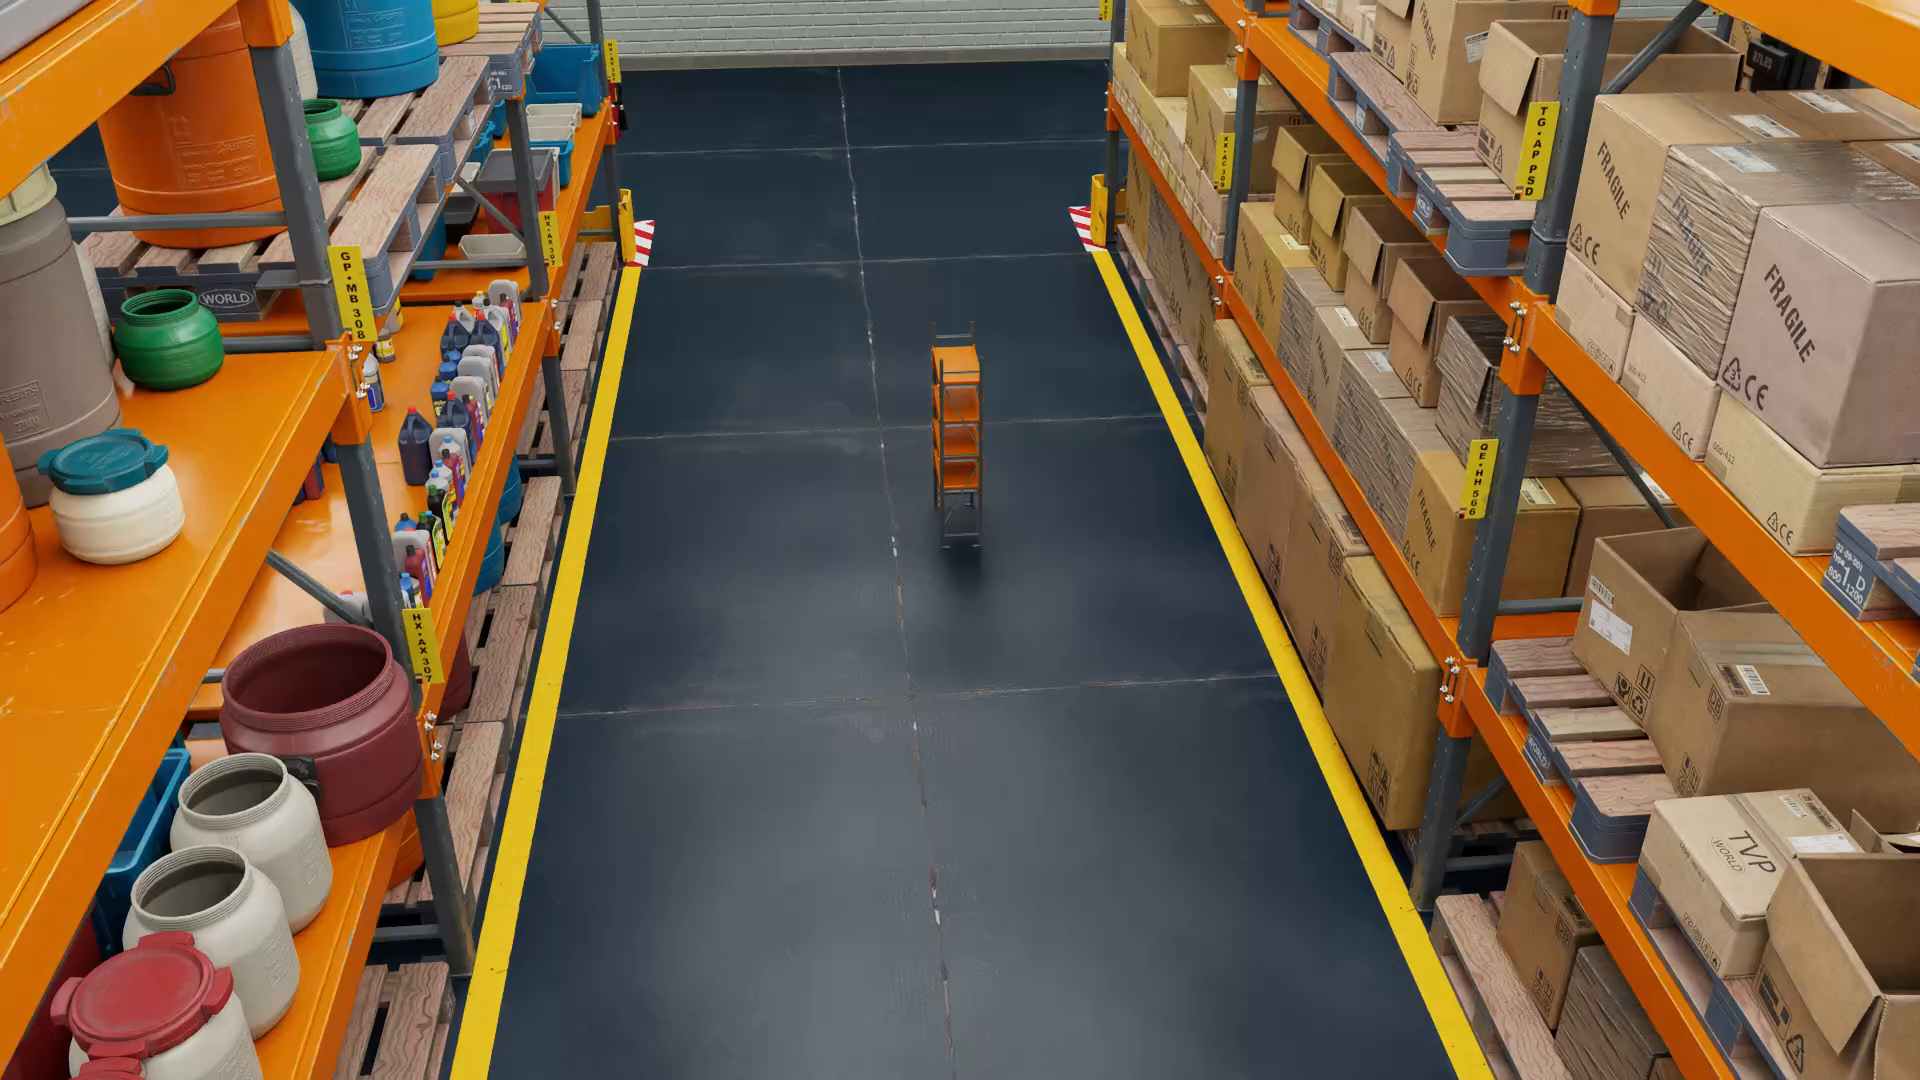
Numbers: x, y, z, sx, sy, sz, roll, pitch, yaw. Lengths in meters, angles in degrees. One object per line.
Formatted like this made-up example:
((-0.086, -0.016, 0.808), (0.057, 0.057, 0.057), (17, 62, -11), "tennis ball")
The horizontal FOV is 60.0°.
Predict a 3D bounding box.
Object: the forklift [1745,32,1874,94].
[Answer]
((4.664, -1.130, 8.784), (1.130, 2.935, 3.031), (-3, 31, -6), "forklift")

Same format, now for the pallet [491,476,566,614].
((-2.833, 0.037, 9.482), (1.003, 0.211, 1.213), (-3, 31, -5), "pallet")

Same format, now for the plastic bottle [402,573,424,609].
((-2.201, 0.225, 6.642), (0.097, 0.201, 0.097), (0, 31, 0), "plastic bottle")

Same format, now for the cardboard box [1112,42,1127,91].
((1.470, -3.641, 12.777), (0.500, 0.250, 0.500), (-4, 31, -6), "cardboard box")

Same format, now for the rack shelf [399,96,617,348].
((-3.050, -2.268, 11.324), (1.077, 0.370, 4.000), (-3, 31, -5), "rack shelf")

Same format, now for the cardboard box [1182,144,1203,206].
((1.715, -2.333, 10.588), (0.500, 0.250, 0.500), (-2, 31, -3), "cardboard box")

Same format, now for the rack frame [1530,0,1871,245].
((2.442, -2.326, 4.870), (1.000, 3.000, 0.127), (-3, 31, -5), "rack frame")

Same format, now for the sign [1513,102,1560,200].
((1.889, -1.272, 5.449), (0.100, 0.325, 0.005), (-3, 31, -5), "sign")

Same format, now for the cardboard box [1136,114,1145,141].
((1.497, -3.006, 12.103), (0.380, 0.149, 0.250), (-3, 31, -6), "cardboard box")

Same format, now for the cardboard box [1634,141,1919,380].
((2.273, -0.785, 4.629), (0.500, 0.500, 0.500), (-3, 31, -4), "cardboard box")

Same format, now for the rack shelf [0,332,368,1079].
((-2.303, 0.529, 3.717), (1.077, 0.370, 4.000), (-3, 31, -5), "rack shelf")

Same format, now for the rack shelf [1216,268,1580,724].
((2.255, -0.463, 8.302), (1.077, 0.370, 4.000), (-3, 31, -5), "rack shelf")

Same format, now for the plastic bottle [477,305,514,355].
((-2.470, -1.130, 8.839), (0.152, 0.276, 0.135), (-3, 31, -5), "plastic bottle")

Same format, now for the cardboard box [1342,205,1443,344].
((2.262, -1.273, 7.882), (0.797, 0.503, 0.637), (-2, 31, -3), "cardboard box")

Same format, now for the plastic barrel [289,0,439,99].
((-2.551, -2.375, 6.978), (0.600, 0.901, 0.708), (-3, 31, -5), "plastic barrel")

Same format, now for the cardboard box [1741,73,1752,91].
((6.411, -3.604, 13.105), (0.380, 0.149, 0.250), (-2, 31, -3), "cardboard box")

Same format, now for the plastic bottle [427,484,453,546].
((-2.240, -0.125, 7.148), (0.061, 0.283, 0.133), (-3, 31, -5), "plastic bottle")

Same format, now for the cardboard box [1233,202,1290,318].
((1.862, -1.589, 9.388), (0.500, 0.500, 0.500), (-3, 31, -4), "cardboard box")

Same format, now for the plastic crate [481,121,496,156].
((-3.419, -2.738, 11.514), (0.416, 0.233, 0.300), (-3, 31, -5), "plastic crate")

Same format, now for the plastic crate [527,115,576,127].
((-2.968, -2.954, 11.970), (0.396, 0.136, 0.243), (-3, 31, -5), "plastic crate")

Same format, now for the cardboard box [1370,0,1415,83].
((2.230, -2.305, 7.249), (0.797, 0.503, 0.637), (-3, 31, -5), "cardboard box")

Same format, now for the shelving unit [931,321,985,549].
((-0.015, -0.600, 9.584), (0.258, 1.200, 0.503), (-3, 31, -5), "shelving unit")

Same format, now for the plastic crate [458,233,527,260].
((-2.764, -1.713, 9.892), (0.396, 0.136, 0.243), (-3, 31, -5), "plastic crate")

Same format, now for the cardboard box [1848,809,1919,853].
((2.867, 0.965, 4.931), (0.396, 0.266, 0.258), (-4, 31, -6), "cardboard box")

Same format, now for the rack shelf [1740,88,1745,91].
((6.829, -2.691, 12.033), (1.077, 0.370, 4.000), (-3, 31, -5), "rack shelf")

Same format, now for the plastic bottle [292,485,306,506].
((-3.032, -0.345, 7.452), (0.144, 0.351, 0.185), (-3, 31, -5), "plastic bottle")

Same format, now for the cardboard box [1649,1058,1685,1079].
((2.649, 2.046, 5.408), (0.700, 0.500, 0.500), (0, 31, 0), "cardboard box")

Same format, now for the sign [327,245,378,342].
((-1.942, -0.786, 5.319), (0.100, 0.325, 0.005), (-3, 31, -5), "sign")

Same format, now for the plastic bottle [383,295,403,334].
((-3.149, -1.319, 9.081), (0.144, 0.351, 0.185), (-3, 31, -5), "plastic bottle")

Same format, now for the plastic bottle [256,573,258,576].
((-2.993, 0.059, 6.920), (0.097, 0.201, 0.097), (0, 31, 0), "plastic bottle")

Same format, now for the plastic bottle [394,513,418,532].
((-2.295, 0.011, 6.932), (0.097, 0.271, 0.097), (0, 31, 0), "plastic bottle")

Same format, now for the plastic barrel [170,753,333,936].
((-2.181, 0.953, 5.120), (0.421, 0.512, 0.421), (0, 31, 0), "plastic barrel")

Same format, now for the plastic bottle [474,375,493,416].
((-2.373, -0.714, 8.215), (0.097, 0.201, 0.097), (0, 31, 0), "plastic bottle")

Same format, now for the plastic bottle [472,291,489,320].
((-2.627, -1.269, 9.144), (0.097, 0.201, 0.097), (0, 31, 0), "plastic bottle")

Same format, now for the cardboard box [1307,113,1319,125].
((2.278, -2.435, 10.027), (0.500, 0.500, 0.500), (-3, 31, -5), "cardboard box")

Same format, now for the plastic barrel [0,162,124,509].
((-2.629, -0.587, 4.394), (0.600, 0.901, 0.600), (0, 31, 0), "plastic barrel")

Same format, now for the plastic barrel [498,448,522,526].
((-2.829, -0.557, 9.394), (0.600, 0.901, 0.708), (-3, 31, -5), "plastic barrel")

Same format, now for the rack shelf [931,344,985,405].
((-0.015, -0.937, 9.383), (0.258, 0.148, 0.480), (-3, 31, -5), "rack shelf")

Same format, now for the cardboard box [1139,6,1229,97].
((1.572, -3.443, 11.715), (0.500, 0.500, 0.500), (-4, 31, -6), "cardboard box")

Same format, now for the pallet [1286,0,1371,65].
((2.203, -2.533, 8.328), (0.805, 0.209, 1.217), (-4, 31, -7), "pallet")

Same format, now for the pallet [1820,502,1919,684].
((2.764, 0.234, 3.691), (1.213, 0.211, 1.003), (-3, 31, -5), "pallet")

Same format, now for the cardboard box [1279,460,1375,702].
((2.322, 0.172, 8.200), (1.225, 0.875, 0.875), (-3, 31, -4), "cardboard box")

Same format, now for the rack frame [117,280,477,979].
((-2.489, 0.486, 6.011), (1.000, 3.000, 0.127), (-3, 31, -5), "rack frame")

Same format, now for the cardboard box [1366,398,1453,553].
((2.108, -0.289, 7.211), (0.500, 0.500, 0.500), (-3, 31, -5), "cardboard box")

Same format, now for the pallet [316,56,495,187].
((-2.584, -1.788, 7.078), (1.003, 0.211, 1.213), (-3, 31, -5), "pallet")

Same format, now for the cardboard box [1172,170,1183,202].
((1.617, -2.351, 11.006), (0.380, 0.149, 0.250), (-2, 31, -4), "cardboard box")

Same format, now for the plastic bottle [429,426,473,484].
((-2.338, -0.405, 7.624), (0.152, 0.276, 0.135), (-3, 31, -5), "plastic bottle")

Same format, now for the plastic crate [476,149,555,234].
((-2.697, -2.077, 10.182), (0.402, 0.464, 0.583), (-3, 31, -5), "plastic crate")

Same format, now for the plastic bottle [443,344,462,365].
((-2.546, -0.855, 8.383), (0.097, 0.271, 0.097), (0, 31, 0), "plastic bottle")
